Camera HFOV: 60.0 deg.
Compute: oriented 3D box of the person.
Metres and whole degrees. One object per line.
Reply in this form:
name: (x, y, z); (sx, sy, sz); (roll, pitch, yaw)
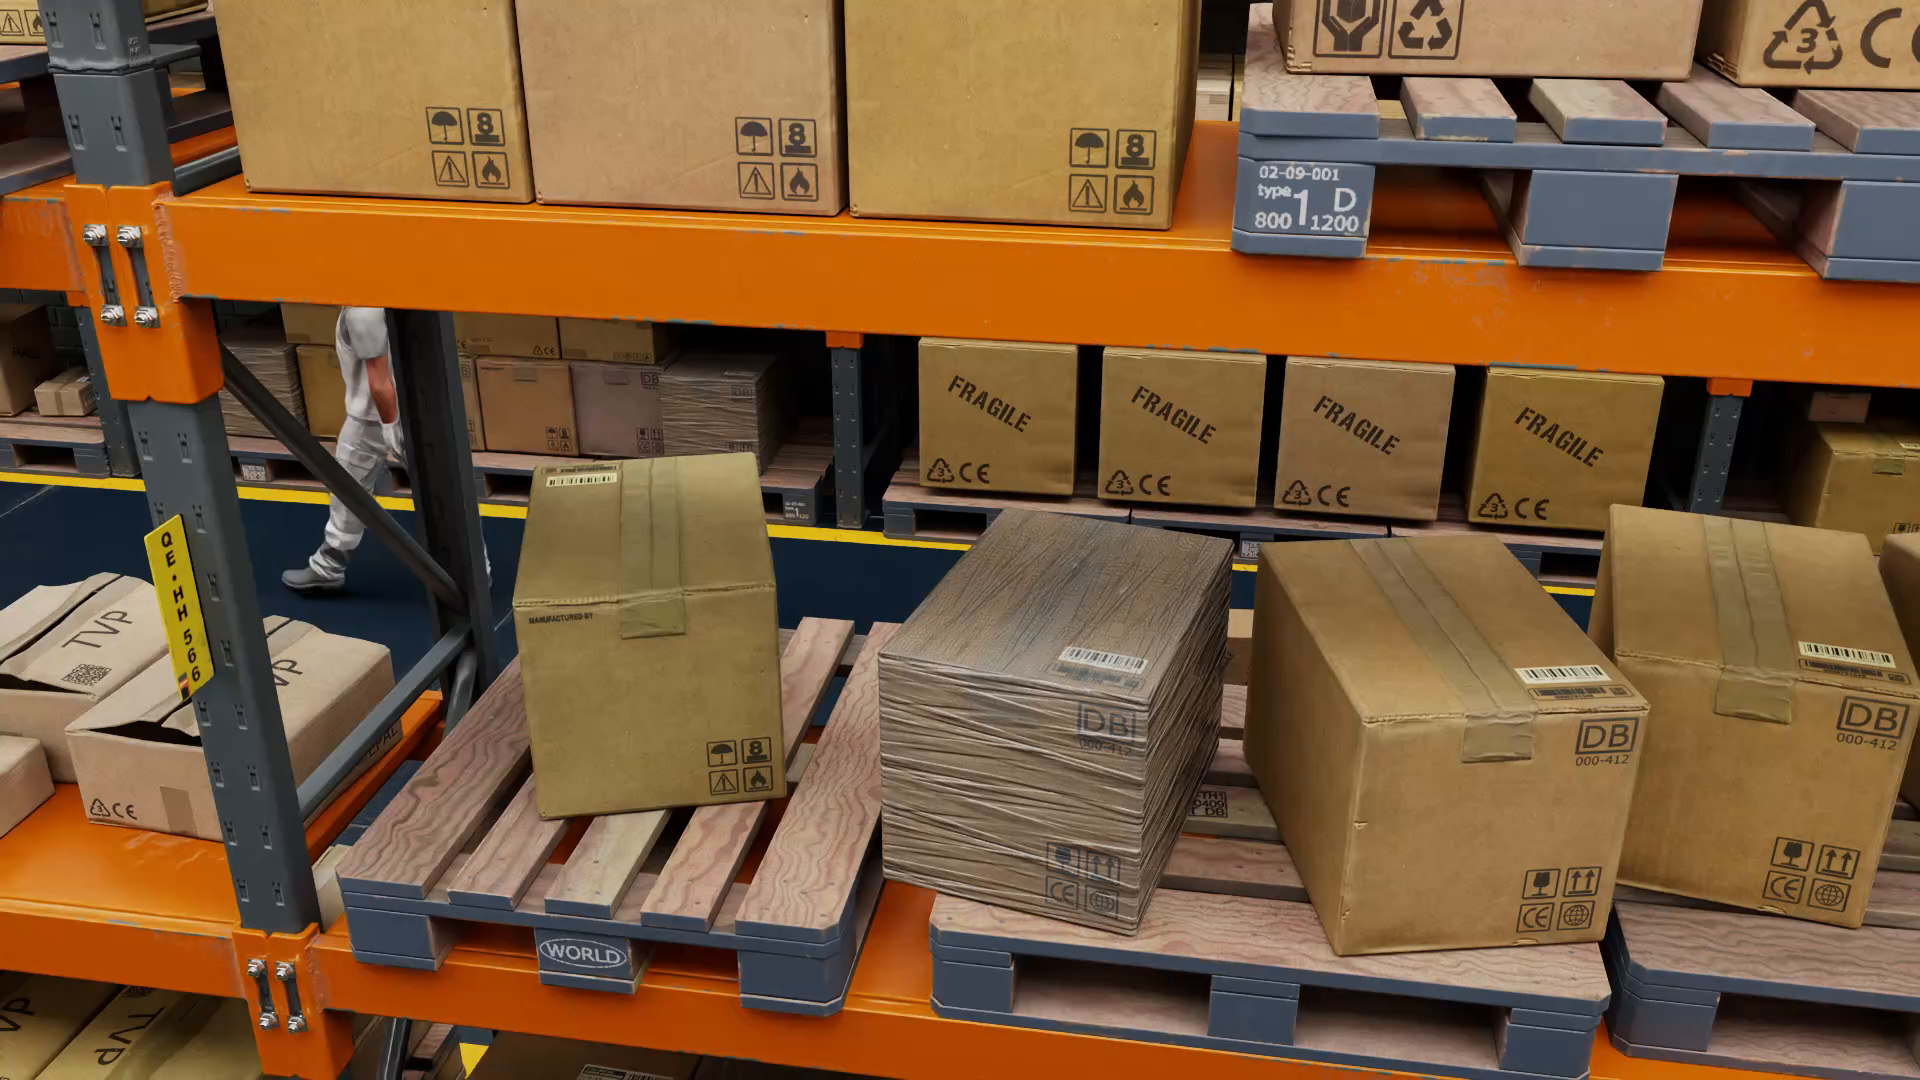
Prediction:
person: (-2.621, -0.603, 7.346); (0.962, 1.738, 0.539); (6, 25, 13)
